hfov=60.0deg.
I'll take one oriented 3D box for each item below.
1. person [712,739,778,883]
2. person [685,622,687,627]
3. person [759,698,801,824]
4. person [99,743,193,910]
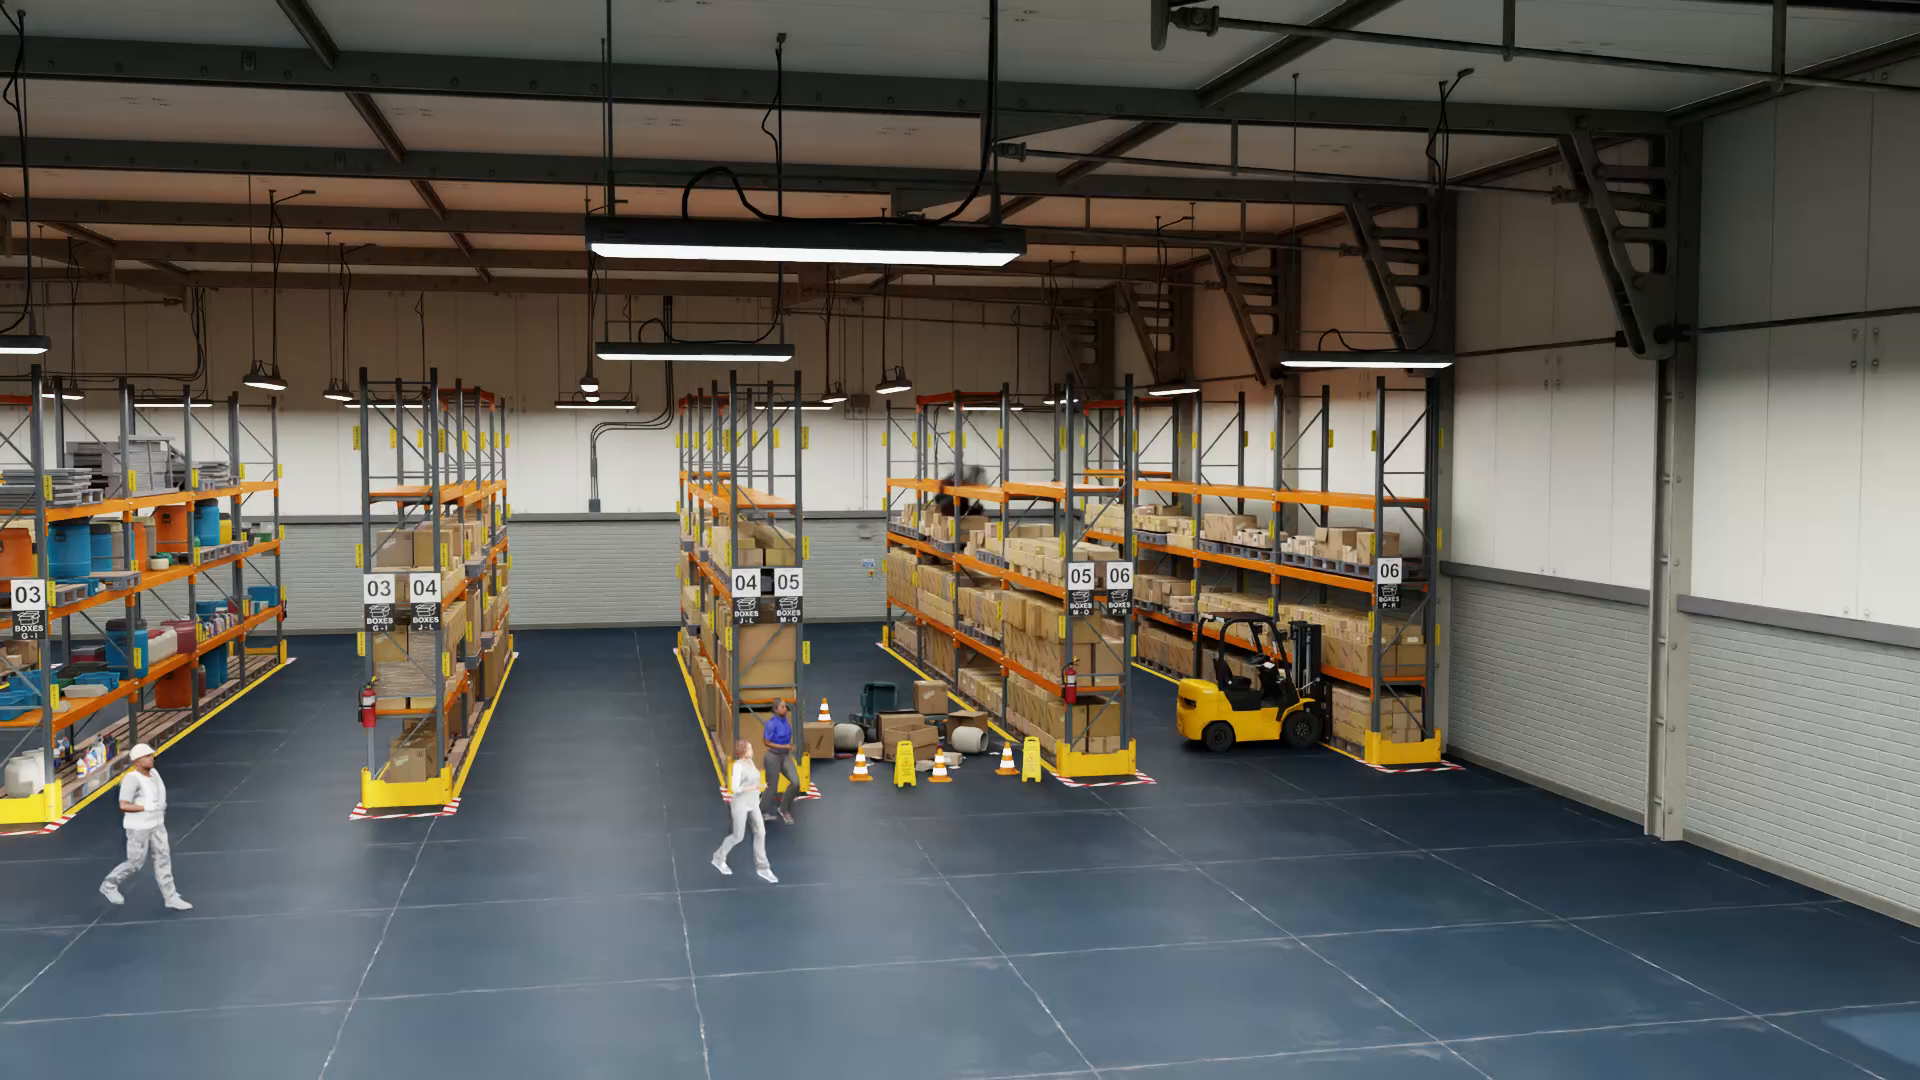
[{"bbox_3d":[-2.461,3.061,18.871,0.805,1.622,0.531,2,4,25],"label":"person"},{"bbox_3d":[-6.405,1.681,40.596,0.710,1.748,0.727,-1,3,-11],"label":"person"},{"bbox_3d":[-2.357,2.905,21.685,0.706,1.689,0.571,2,4,36],"label":"person"},{"bbox_3d":[-8.625,3.031,17.578,1.013,1.765,0.669,1,3,9],"label":"person"}]
